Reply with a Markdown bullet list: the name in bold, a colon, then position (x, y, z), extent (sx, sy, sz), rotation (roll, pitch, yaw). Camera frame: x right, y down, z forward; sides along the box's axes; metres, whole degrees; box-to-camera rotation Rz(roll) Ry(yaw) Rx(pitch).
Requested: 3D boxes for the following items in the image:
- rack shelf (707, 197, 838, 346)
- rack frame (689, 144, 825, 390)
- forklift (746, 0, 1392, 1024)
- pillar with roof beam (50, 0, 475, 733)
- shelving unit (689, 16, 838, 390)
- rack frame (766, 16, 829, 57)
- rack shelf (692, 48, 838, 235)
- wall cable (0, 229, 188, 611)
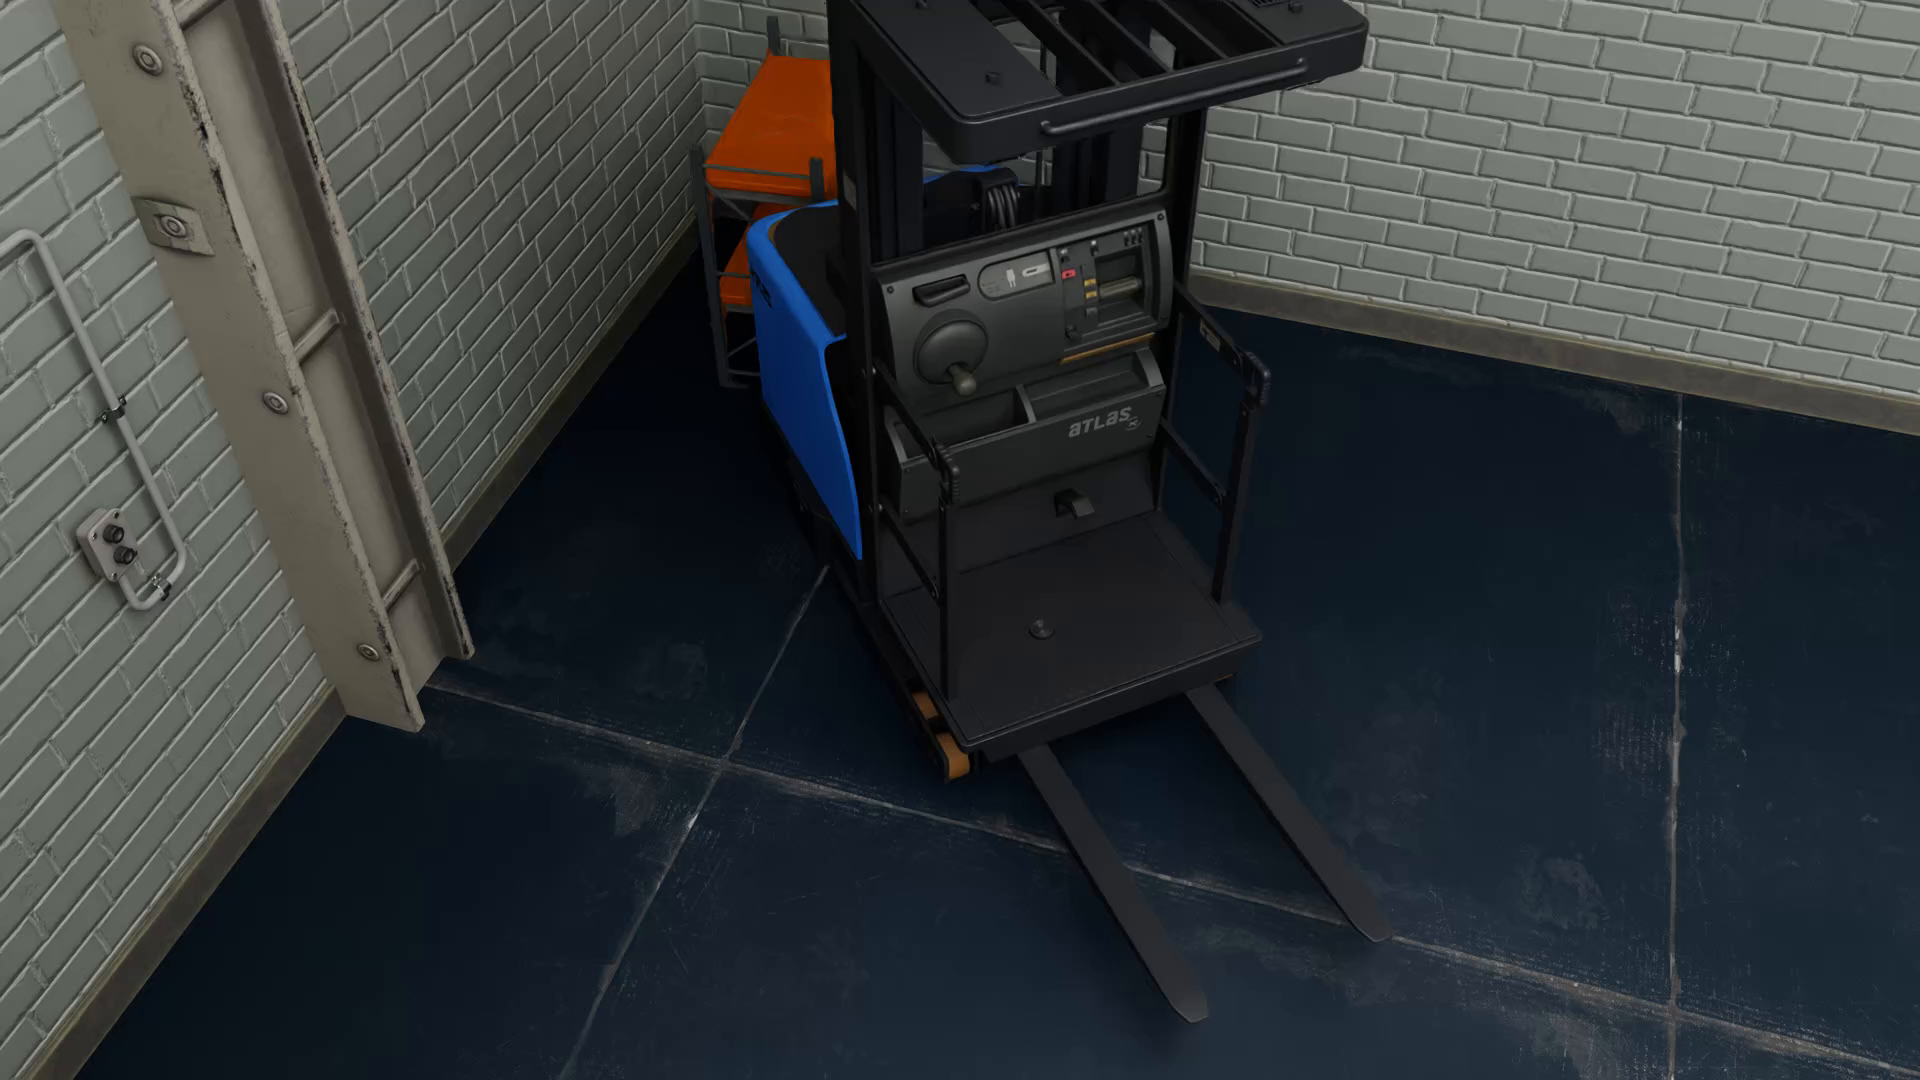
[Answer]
- **rack shelf**: position (-0.649, -1.188, 7.009), extent (0.538, 0.278, 1.000), rotation (8, 45, 8)
- **rack frame**: position (-0.750, -1.014, 6.482), extent (0.500, 1.125, 0.032), rotation (8, 45, 8)
- **forklift**: position (0.303, -0.616, 4.784), extent (1.130, 2.935, 3.031), rotation (-18, 47, -17)
- **pillar with roof beam**: position (2.193, -1.821, 1.677), extent (9.100, 9.000, 0.400), rotation (13, 46, 13)
- **shelving unit**: position (-0.649, -1.363, 6.838), extent (0.538, 1.125, 1.048), rotation (8, 45, 8)
- **rack frame**: position (-0.547, -1.711, 7.194), extent (0.500, 1.125, 0.032), rotation (8, 45, 8)
- **rack shelf**: position (-0.649, -1.572, 6.634), extent (0.538, 0.278, 1.000), rotation (8, 45, 8)
- **wall cable**: position (-2.417, -0.022, 3.402), extent (0.084, 1.984, 1.851), rotation (13, 46, 13)
